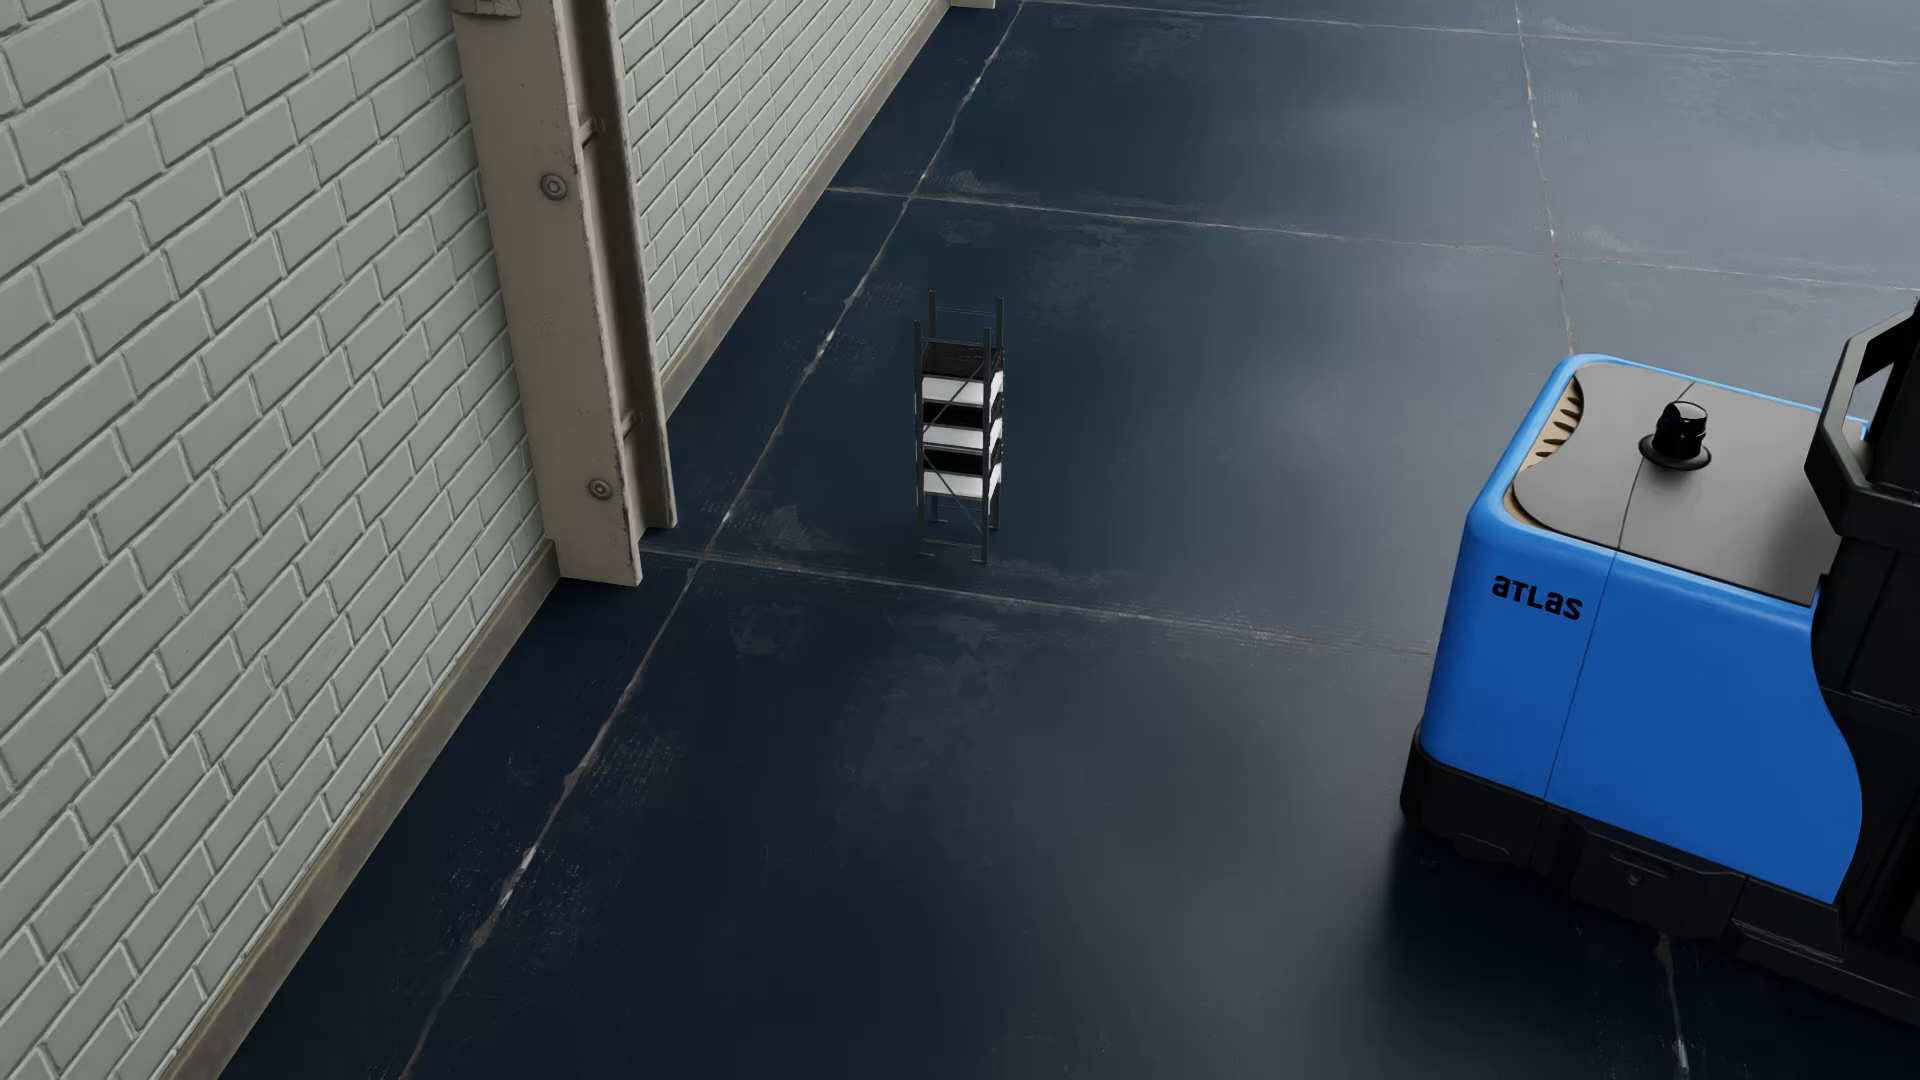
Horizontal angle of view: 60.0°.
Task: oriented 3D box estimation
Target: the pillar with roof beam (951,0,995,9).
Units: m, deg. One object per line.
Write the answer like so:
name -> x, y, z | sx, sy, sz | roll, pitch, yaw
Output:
pillar with roof beam -> 4.304, -6.521, 7.080 | 9.100, 9.000, 0.400 | 7, 37, 10

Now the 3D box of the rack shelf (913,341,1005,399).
rack shelf -> -0.002, -0.551, 5.341 | 0.258, 0.077, 0.200 | 7, 37, 10

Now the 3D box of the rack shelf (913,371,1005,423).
rack shelf -> -0.002, -0.478, 5.393 | 0.258, 0.077, 0.200 | 7, 37, 10

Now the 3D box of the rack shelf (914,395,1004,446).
rack shelf -> -0.002, -0.406, 5.446 | 0.258, 0.077, 0.200 | 7, 37, 10

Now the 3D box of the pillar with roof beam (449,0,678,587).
pillar with roof beam -> 3.022, -3.082, 2.334 | 9.100, 9.000, 0.400 | 7, 37, 10

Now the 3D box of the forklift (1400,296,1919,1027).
forklift -> 2.751, -0.178, 3.498 | 3.031, 2.935, 1.130 | 19, 40, 24

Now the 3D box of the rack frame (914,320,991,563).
rack frame -> -0.023, -0.301, 5.399 | 0.240, 0.900, 0.006 | 7, 37, 10

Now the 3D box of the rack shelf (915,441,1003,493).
rack shelf -> -0.002, -0.260, 5.552 | 0.258, 0.077, 0.200 | 7, 37, 10

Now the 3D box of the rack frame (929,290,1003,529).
rack frame -> 0.020, -0.418, 5.560 | 0.240, 0.900, 0.006 | 7, 37, 10

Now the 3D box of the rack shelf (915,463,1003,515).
rack shelf -> -0.002, -0.187, 5.605 | 0.258, 0.077, 0.200 | 7, 37, 10

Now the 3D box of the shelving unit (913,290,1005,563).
shelving unit -> -0.002, -0.360, 5.479 | 0.258, 0.900, 0.210 | 7, 37, 10

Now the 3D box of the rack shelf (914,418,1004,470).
rack shelf -> -0.002, -0.333, 5.499 | 0.258, 0.077, 0.200 | 7, 37, 10
